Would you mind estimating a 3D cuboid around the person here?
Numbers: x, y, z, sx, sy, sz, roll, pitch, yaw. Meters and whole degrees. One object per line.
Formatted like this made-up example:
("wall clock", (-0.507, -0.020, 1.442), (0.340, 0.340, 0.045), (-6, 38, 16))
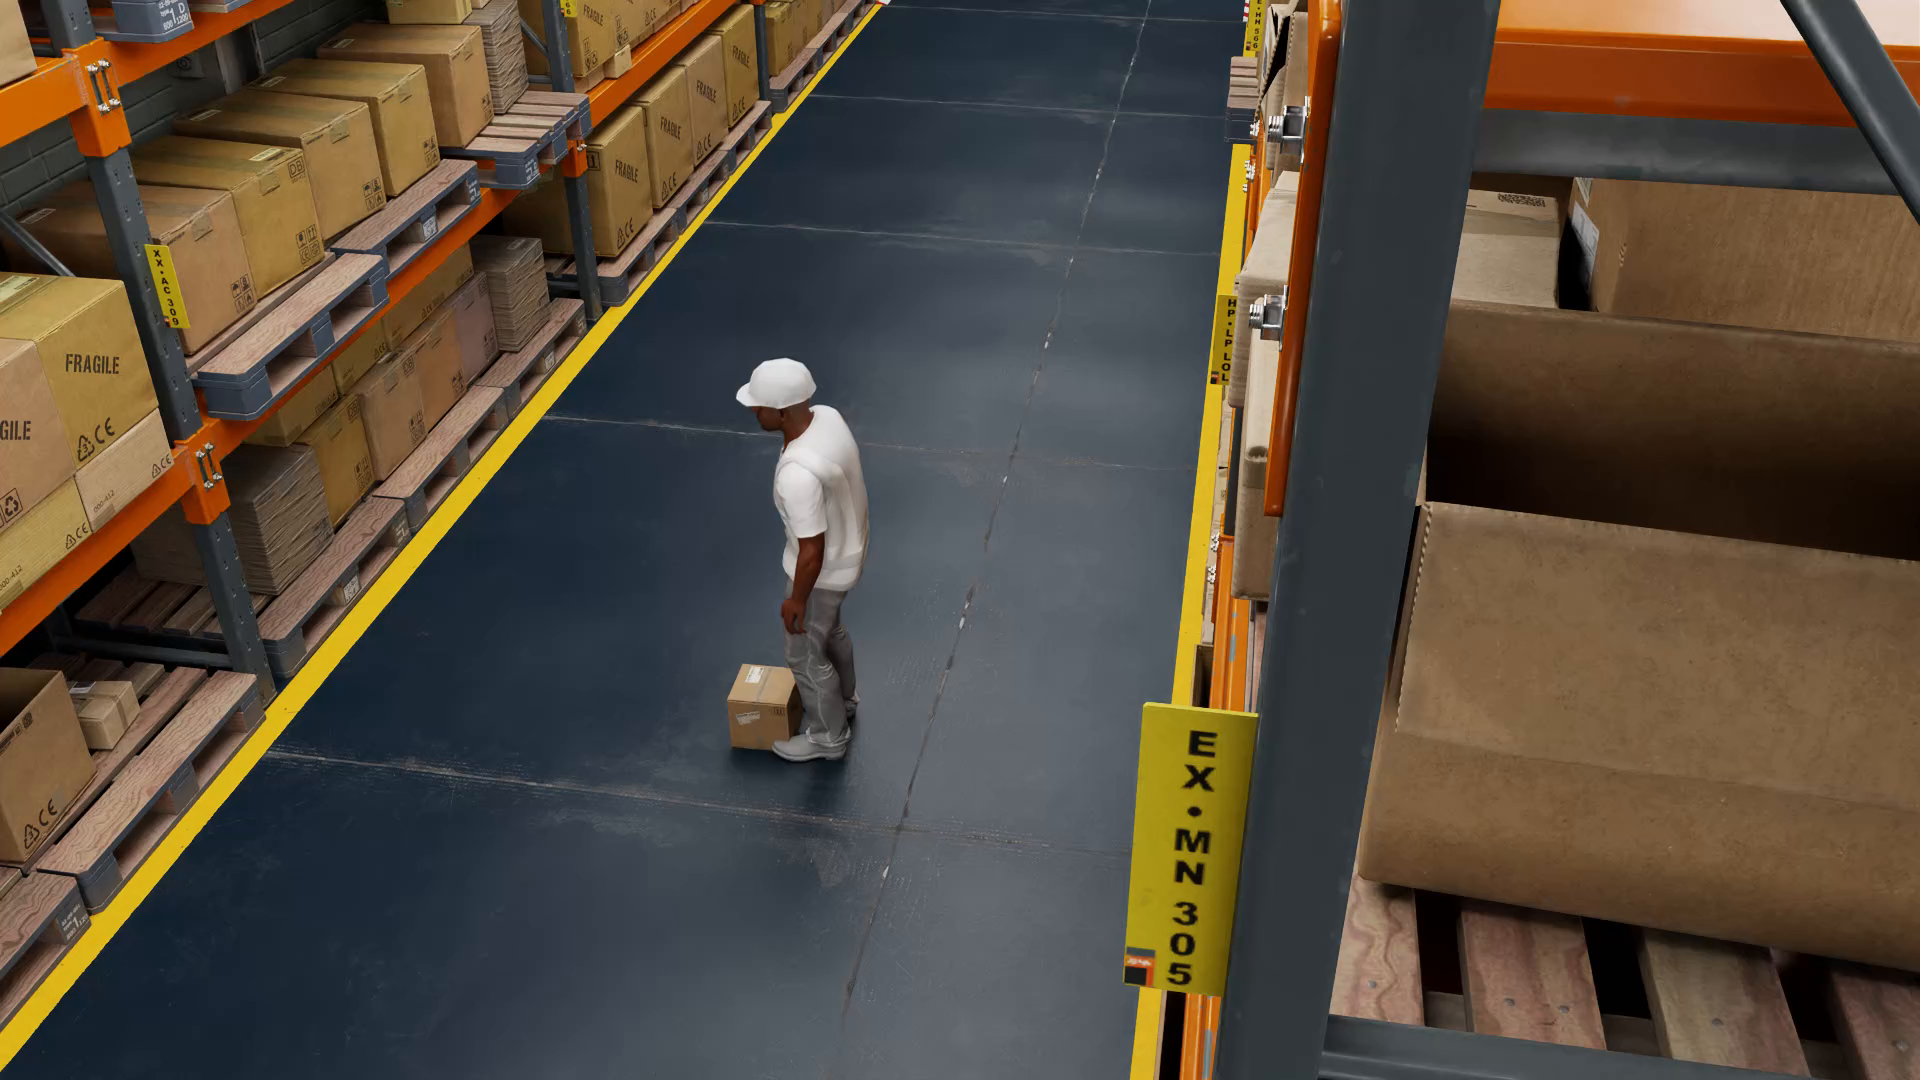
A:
("person", (-0.585, 0.081, 6.492), (0.462, 1.759, 0.632), (3, 32, 5))
